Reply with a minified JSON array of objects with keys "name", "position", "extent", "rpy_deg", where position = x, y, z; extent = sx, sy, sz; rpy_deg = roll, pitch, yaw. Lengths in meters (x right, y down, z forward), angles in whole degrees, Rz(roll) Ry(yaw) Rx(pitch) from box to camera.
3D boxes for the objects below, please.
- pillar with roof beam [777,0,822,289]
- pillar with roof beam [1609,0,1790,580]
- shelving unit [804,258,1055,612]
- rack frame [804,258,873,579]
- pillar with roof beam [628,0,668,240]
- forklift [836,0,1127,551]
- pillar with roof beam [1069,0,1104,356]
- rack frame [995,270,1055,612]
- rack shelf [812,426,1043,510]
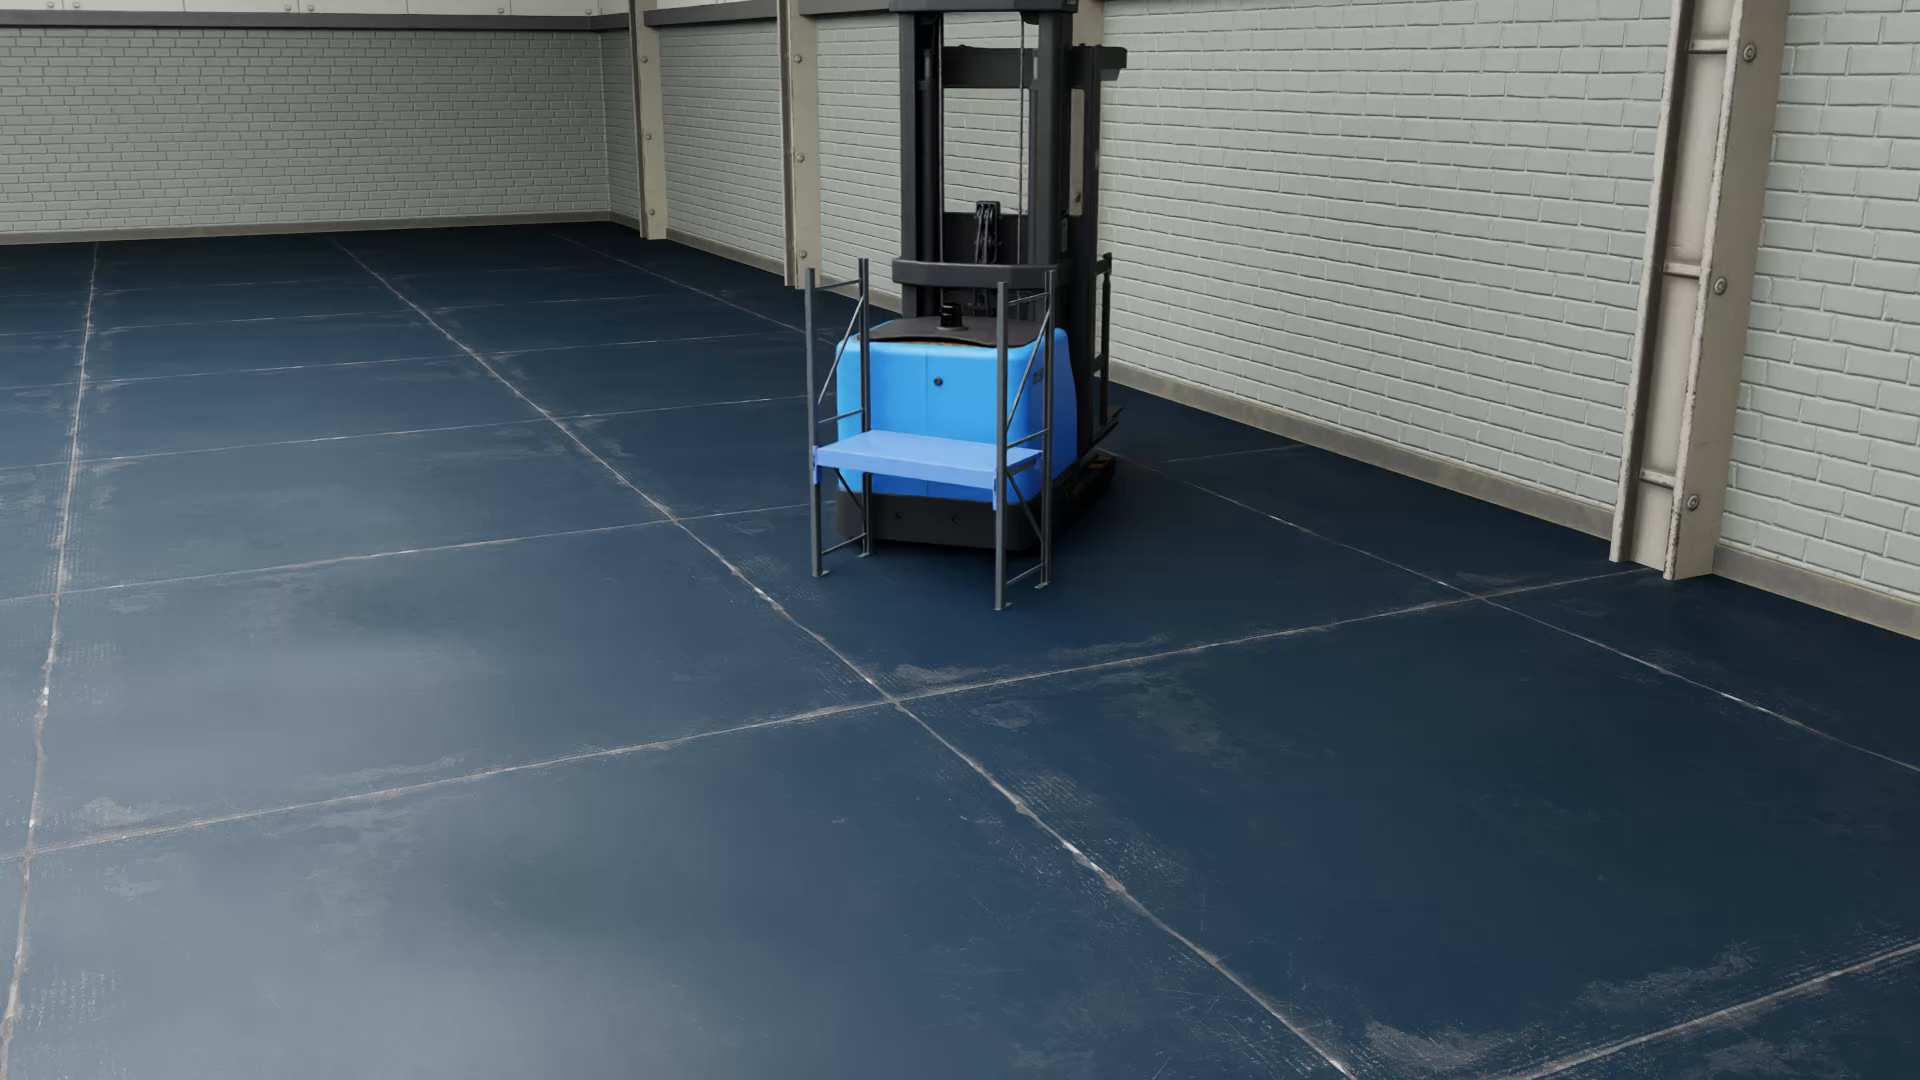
[{"name":"pillar with roof beam","position":[-5.624,-6.652,15.616],"extent":[9.100,9.000,0.400],"rpy_deg":[-8,18,-25]},{"name":"pillar with roof beam","position":[-0.367,-3.676,5.247],"extent":[9.100,9.000,0.400],"rpy_deg":[-8,18,-25]},{"name":"shelving unit","position":[-0.142,-0.524,7.858],"extent":[1.048,1.500,0.538],"rpy_deg":[9,18,28]},{"name":"rack frame","position":[-0.583,-0.594,8.101],"extent":[0.032,1.500,0.500],"rpy_deg":[9,18,28]},{"name":"pillar with roof beam","position":[-8.253,-8.140,20.800],"extent":[9.100,9.000,0.400],"rpy_deg":[-8,18,-25]},{"name":"forklift","position":[0.296,-1.720,9.429],"extent":[1.130,2.935,3.031],"rpy_deg":[5,17,17]},{"name":"pillar with roof beam","position":[-2.996,-5.164,10.432],"extent":[9.100,9.000,0.400],"rpy_deg":[-8,18,-25]},{"name":"rack frame","position":[0.299,-0.455,7.616],"extent":[0.032,1.500,0.500],"rpy_deg":[9,18,28]},{"name":"rack shelf","position":[-0.142,-0.351,7.908],"extent":[1.000,0.185,0.538],"rpy_deg":[9,18,28]}]
